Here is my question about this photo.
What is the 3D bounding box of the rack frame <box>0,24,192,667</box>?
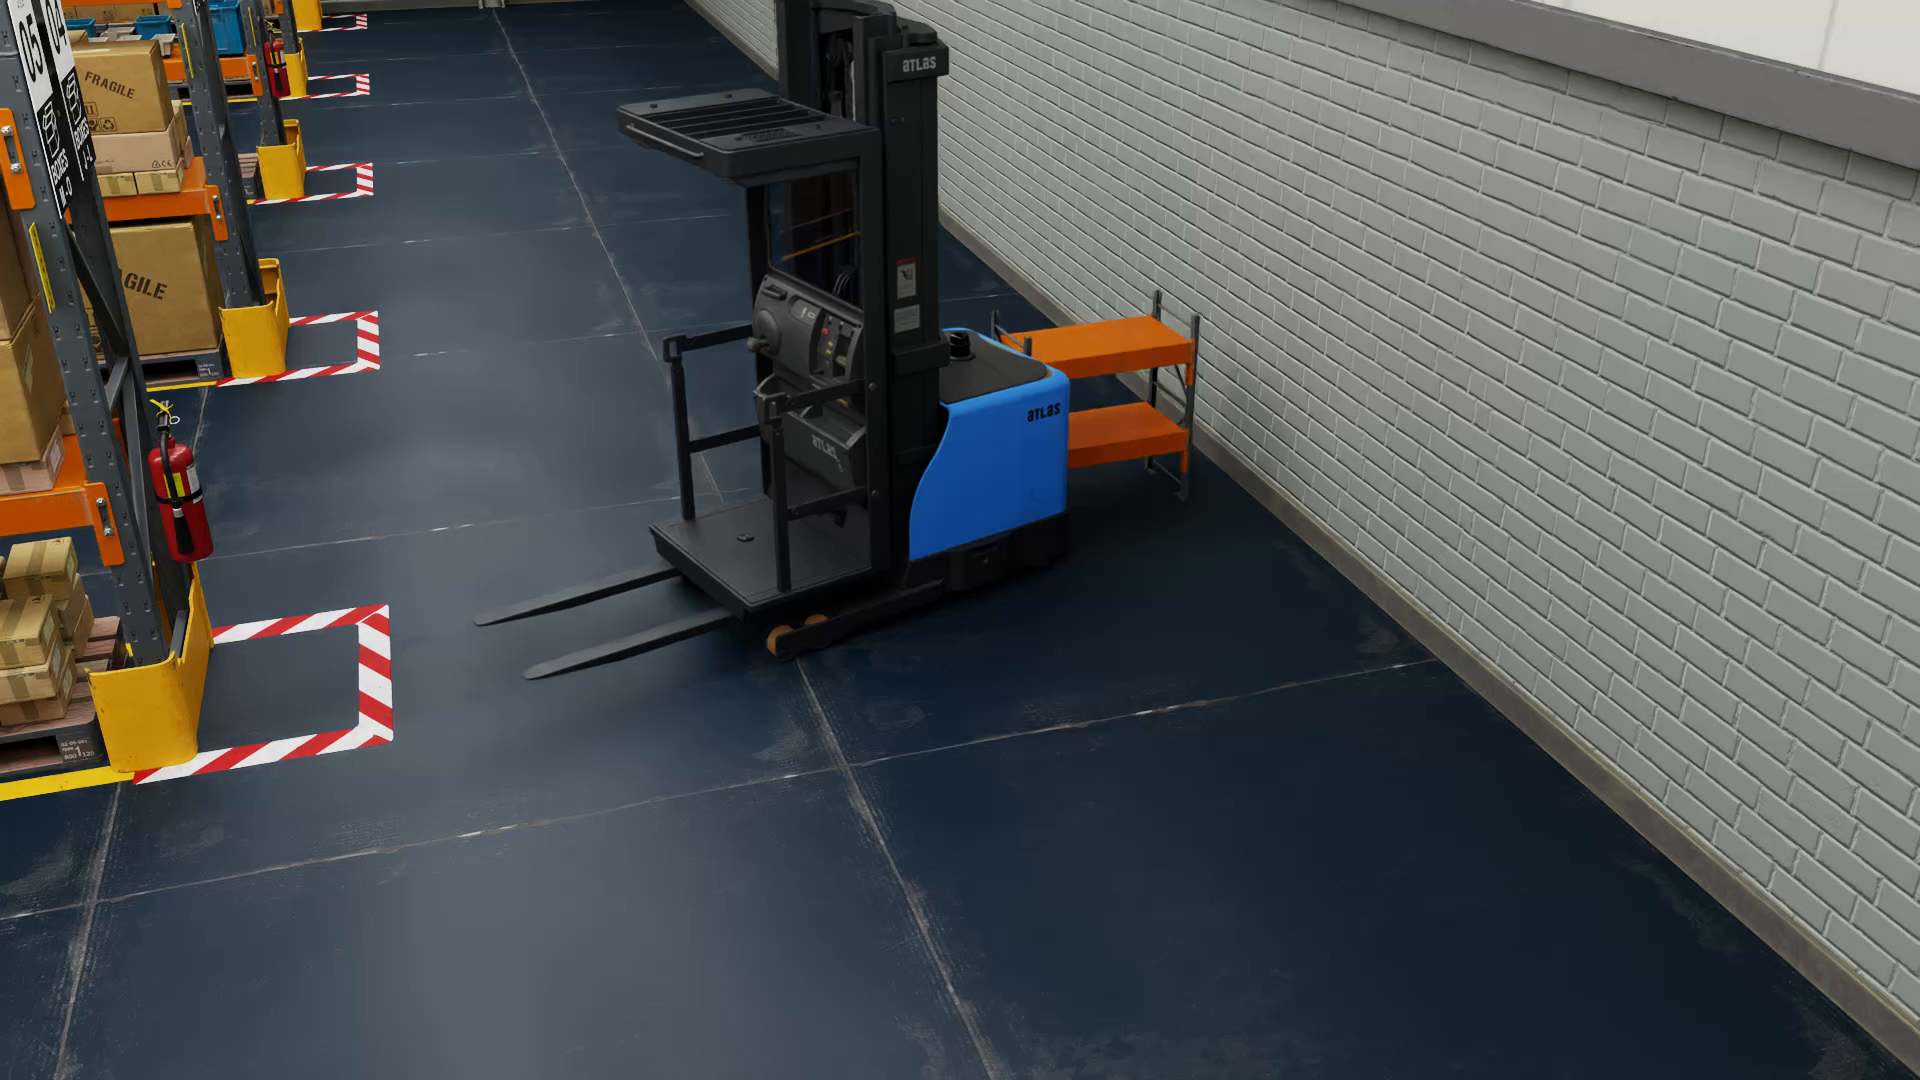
[{"bbox_3d":[-3.623,-0.605,7.095,0.127,3.000,1.000,-8,28,-16],"label":"rack frame"}]

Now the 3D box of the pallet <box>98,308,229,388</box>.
[{"bbox_3d":[-5.799,-1.324,11.679,1.213,0.211,1.003,-8,28,-16],"label":"pallet"}]

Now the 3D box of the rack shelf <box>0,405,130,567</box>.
[{"bbox_3d":[-5.525,-0.007,6.701,4.000,0.370,1.077,-8,28,-16],"label":"rack shelf"}]

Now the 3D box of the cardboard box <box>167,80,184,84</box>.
[{"bbox_3d":[-9.481,-5.573,19.701,0.500,0.250,0.500,-8,28,-16],"label":"cardboard box"}]

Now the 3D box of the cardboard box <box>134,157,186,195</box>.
[{"bbox_3d":[-5.300,-2.415,11.024,0.250,0.149,0.380,-8,27,-15],"label":"cardboard box"}]

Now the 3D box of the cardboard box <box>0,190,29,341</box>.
[{"bbox_3d":[-3.981,-1.063,6.446,0.500,0.500,0.500,-9,28,-17],"label":"cardboard box"}]

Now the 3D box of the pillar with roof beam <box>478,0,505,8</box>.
[{"bbox_3d":[-6.032,-10.603,20.489,0.400,9.000,9.100,-8,28,-16],"label":"pillar with roof beam"}]

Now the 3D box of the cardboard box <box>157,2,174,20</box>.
[{"bbox_3d":[-11.253,-7.790,23.908,0.500,0.500,0.700,-9,28,-18],"label":"cardboard box"}]

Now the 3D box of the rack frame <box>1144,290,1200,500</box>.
[{"bbox_3d":[1.228,-0.842,9.681,0.032,1.125,0.500,-10,28,-19],"label":"rack frame"}]

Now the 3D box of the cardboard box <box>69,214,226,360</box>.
[{"bbox_3d":[-5.647,-1.831,11.481,0.875,0.875,0.875,-8,28,-16],"label":"cardboard box"}]

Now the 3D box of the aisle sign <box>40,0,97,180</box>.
[{"bbox_3d":[-3.647,-1.906,6.793,0.004,0.787,0.394,-8,28,-16],"label":"aisle sign"}]

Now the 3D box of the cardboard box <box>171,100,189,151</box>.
[{"bbox_3d":[-5.603,-2.830,11.412,0.500,0.250,0.500,-9,28,-17],"label":"cardboard box"}]

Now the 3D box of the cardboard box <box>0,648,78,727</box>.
[{"bbox_3d":[-4.059,0.644,7.312,0.250,0.149,0.380,-8,27,-15],"label":"cardboard box"}]

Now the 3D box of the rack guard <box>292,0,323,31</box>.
[{"bbox_3d":[-9.642,-7.883,24.566,0.348,0.500,1.175,-8,28,-16],"label":"rack guard"}]

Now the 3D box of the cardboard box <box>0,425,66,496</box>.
[{"bbox_3d":[-3.846,-0.328,6.820,0.250,0.149,0.380,-8,28,-16],"label":"cardboard box"}]

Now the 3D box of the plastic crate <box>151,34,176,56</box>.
[{"bbox_3d":[-7.316,-4.530,15.231,0.243,0.136,0.396,-8,28,-16],"label":"plastic crate"}]

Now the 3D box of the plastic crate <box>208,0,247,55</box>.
[{"bbox_3d":[-6.857,-4.728,15.293,0.499,0.435,0.616,-8,28,-16],"label":"plastic crate"}]

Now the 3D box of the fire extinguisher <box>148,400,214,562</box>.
[{"bbox_3d":[-3.241,-0.243,6.872,0.183,0.674,0.296,-8,28,-16],"label":"fire extinguisher"}]

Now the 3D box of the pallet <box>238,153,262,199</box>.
[{"bbox_3d":[-7.393,-3.464,15.990,1.213,0.211,1.003,-8,28,-16],"label":"pallet"}]

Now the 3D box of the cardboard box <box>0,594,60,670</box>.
[{"bbox_3d":[-4.048,0.397,7.141,0.250,0.149,0.380,-8,27,-16],"label":"cardboard box"}]

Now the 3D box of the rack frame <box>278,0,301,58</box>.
[{"bbox_3d":[-8.127,-6.905,19.786,0.127,3.000,1.000,-8,28,-16],"label":"rack frame"}]

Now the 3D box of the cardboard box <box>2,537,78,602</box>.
[{"bbox_3d":[-4.227,0.146,7.648,0.250,0.149,0.380,-10,28,-18],"label":"cardboard box"}]

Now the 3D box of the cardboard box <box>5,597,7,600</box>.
[{"bbox_3d":[-4.479,0.328,7.615,0.250,0.149,0.380,-8,28,-16],"label":"cardboard box"}]

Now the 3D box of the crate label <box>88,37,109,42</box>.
[{"bbox_3d":[-7.853,-4.448,15.065,0.243,0.136,0.396,-8,28,-16],"label":"crate label"}]

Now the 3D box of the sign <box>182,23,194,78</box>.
[{"bbox_3d":[-4.908,-3.109,10.572,0.005,0.325,0.100,-8,28,-16],"label":"sign"}]

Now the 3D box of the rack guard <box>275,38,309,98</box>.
[{"bbox_3d":[-8.199,-5.775,20.320,0.348,0.500,1.175,-8,28,-16],"label":"rack guard"}]

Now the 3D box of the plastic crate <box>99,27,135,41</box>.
[{"bbox_3d":[-7.909,-4.722,15.616,0.298,0.136,0.250,-8,28,-16],"label":"plastic crate"}]

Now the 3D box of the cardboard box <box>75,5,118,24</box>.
[{"bbox_3d":[-12.247,-7.644,23.613,0.500,0.500,0.700,-9,28,-17],"label":"cardboard box"}]

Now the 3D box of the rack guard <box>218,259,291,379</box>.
[{"bbox_3d":[-5.040,-1.600,11.910,0.348,0.500,1.175,-8,28,-16],"label":"rack guard"}]

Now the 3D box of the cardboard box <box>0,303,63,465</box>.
[{"bbox_3d":[-3.971,-0.612,6.663,0.500,0.500,0.500,-8,27,-15],"label":"cardboard box"}]

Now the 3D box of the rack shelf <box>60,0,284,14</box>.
[{"bbox_3d":[-10.029,-6.307,19.391,4.000,0.370,1.077,-8,28,-16],"label":"rack shelf"}]

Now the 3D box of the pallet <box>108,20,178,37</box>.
[{"bbox_3d":[-11.559,-7.440,24.000,1.213,0.211,1.003,-8,28,-16],"label":"pallet"}]

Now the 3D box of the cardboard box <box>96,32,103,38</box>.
[{"bbox_3d":[-10.146,-5.694,19.659,0.637,0.503,0.797,-8,28,-16],"label":"cardboard box"}]

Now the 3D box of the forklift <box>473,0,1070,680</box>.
[{"bbox_3d":[-0.912,-0.997,7.962,3.031,2.935,1.130,-18,31,-31],"label":"forklift"}]

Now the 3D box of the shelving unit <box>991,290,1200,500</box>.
[{"bbox_3d":[0.755,-0.760,9.515,1.048,1.125,0.538,-10,28,-19],"label":"shelving unit"}]

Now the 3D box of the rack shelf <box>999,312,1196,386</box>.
[{"bbox_3d":[0.755,-1.022,9.385,1.000,0.278,0.538,-10,28,-19],"label":"rack shelf"}]

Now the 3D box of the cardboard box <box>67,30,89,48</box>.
[{"bbox_3d":[-6.078,-3.097,11.106,0.500,0.500,0.500,-9,28,-17],"label":"cardboard box"}]

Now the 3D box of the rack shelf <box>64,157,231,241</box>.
[{"bbox_3d":[-6.965,-2.118,10.953,4.000,0.370,1.077,-8,28,-16],"label":"rack shelf"}]
